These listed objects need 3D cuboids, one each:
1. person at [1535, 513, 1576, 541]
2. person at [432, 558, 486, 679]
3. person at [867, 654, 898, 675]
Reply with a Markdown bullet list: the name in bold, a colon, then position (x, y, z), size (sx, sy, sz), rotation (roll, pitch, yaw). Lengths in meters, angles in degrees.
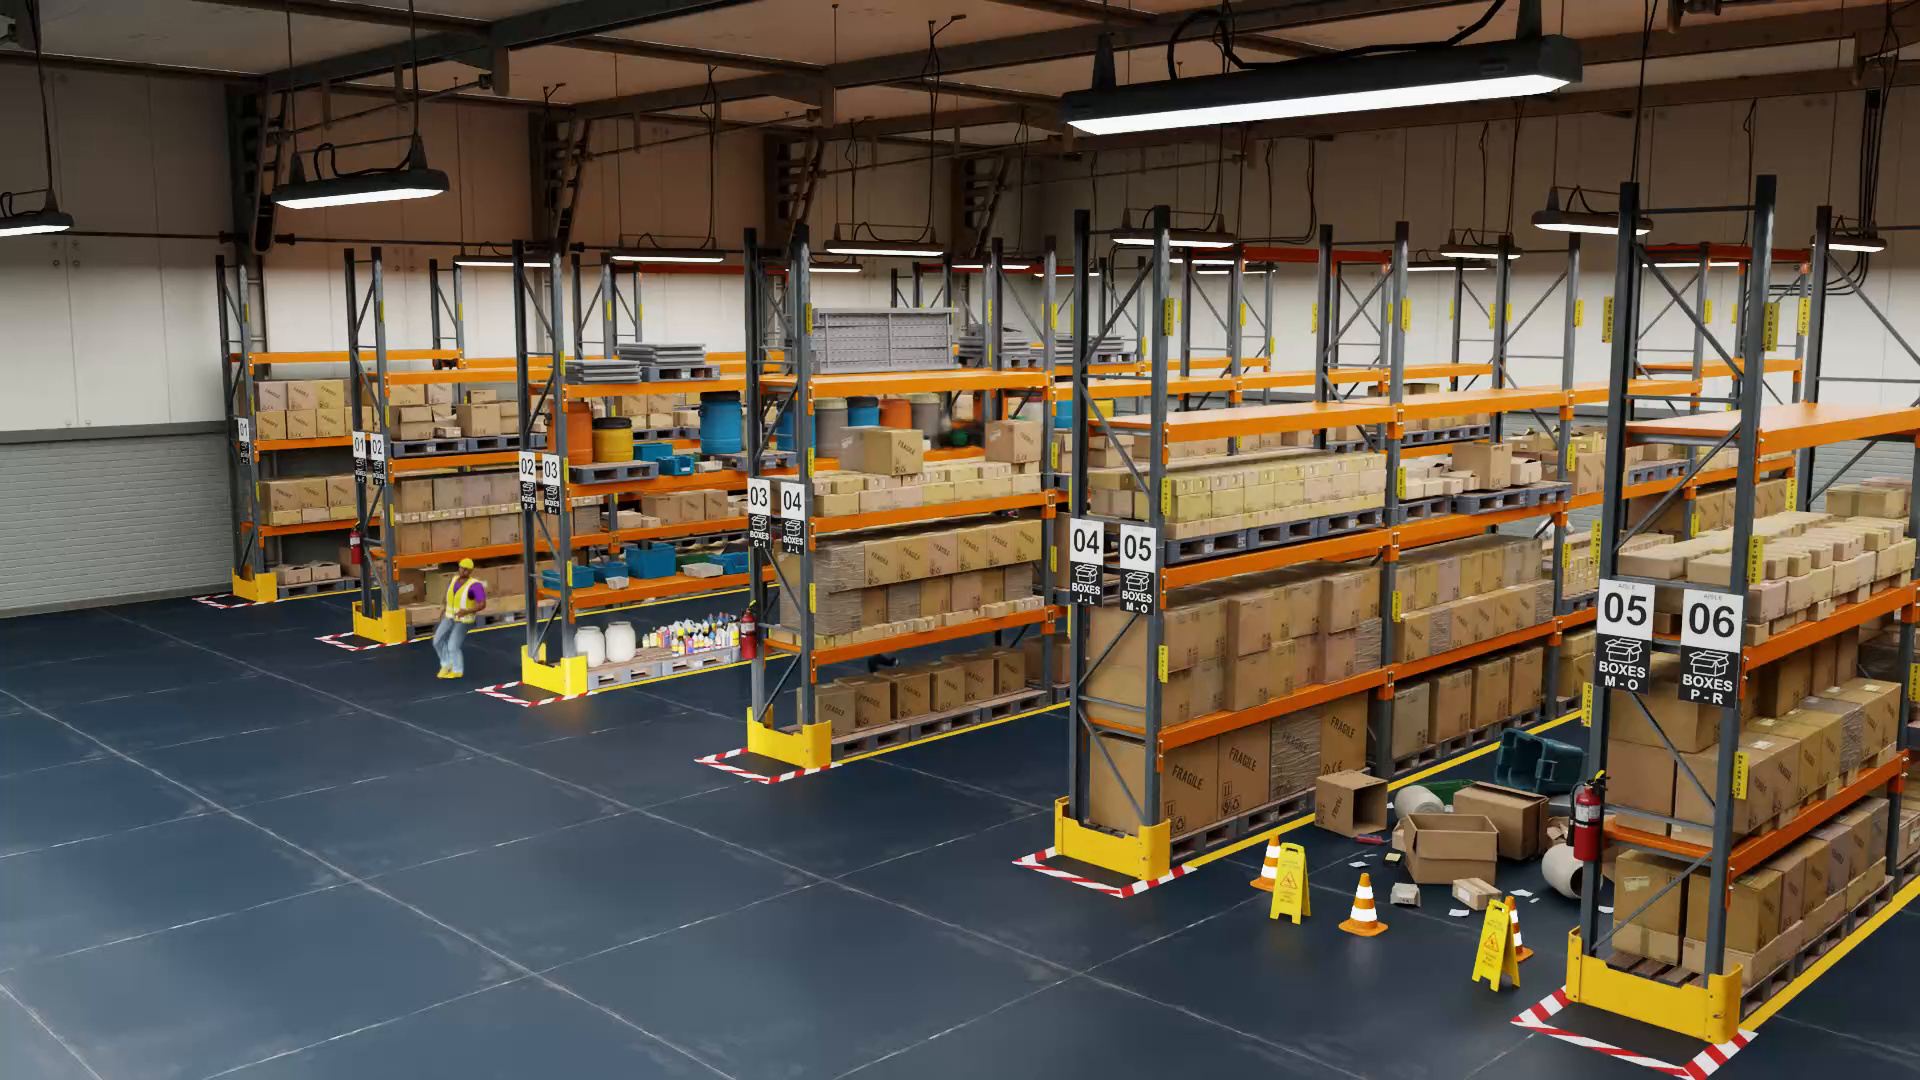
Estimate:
- **person**: position (10.499, 0.224, 29.294), size (0.656, 1.683, 0.719), rotation (1, 8, 8)
- **person**: position (-6.918, 1.108, 22.888), size (0.760, 1.704, 0.547), rotation (4, 9, 27)
- **person**: position (-1.047, 1.274, 22.182), size (0.548, 1.574, 0.730), rotation (7, 11, 42)
